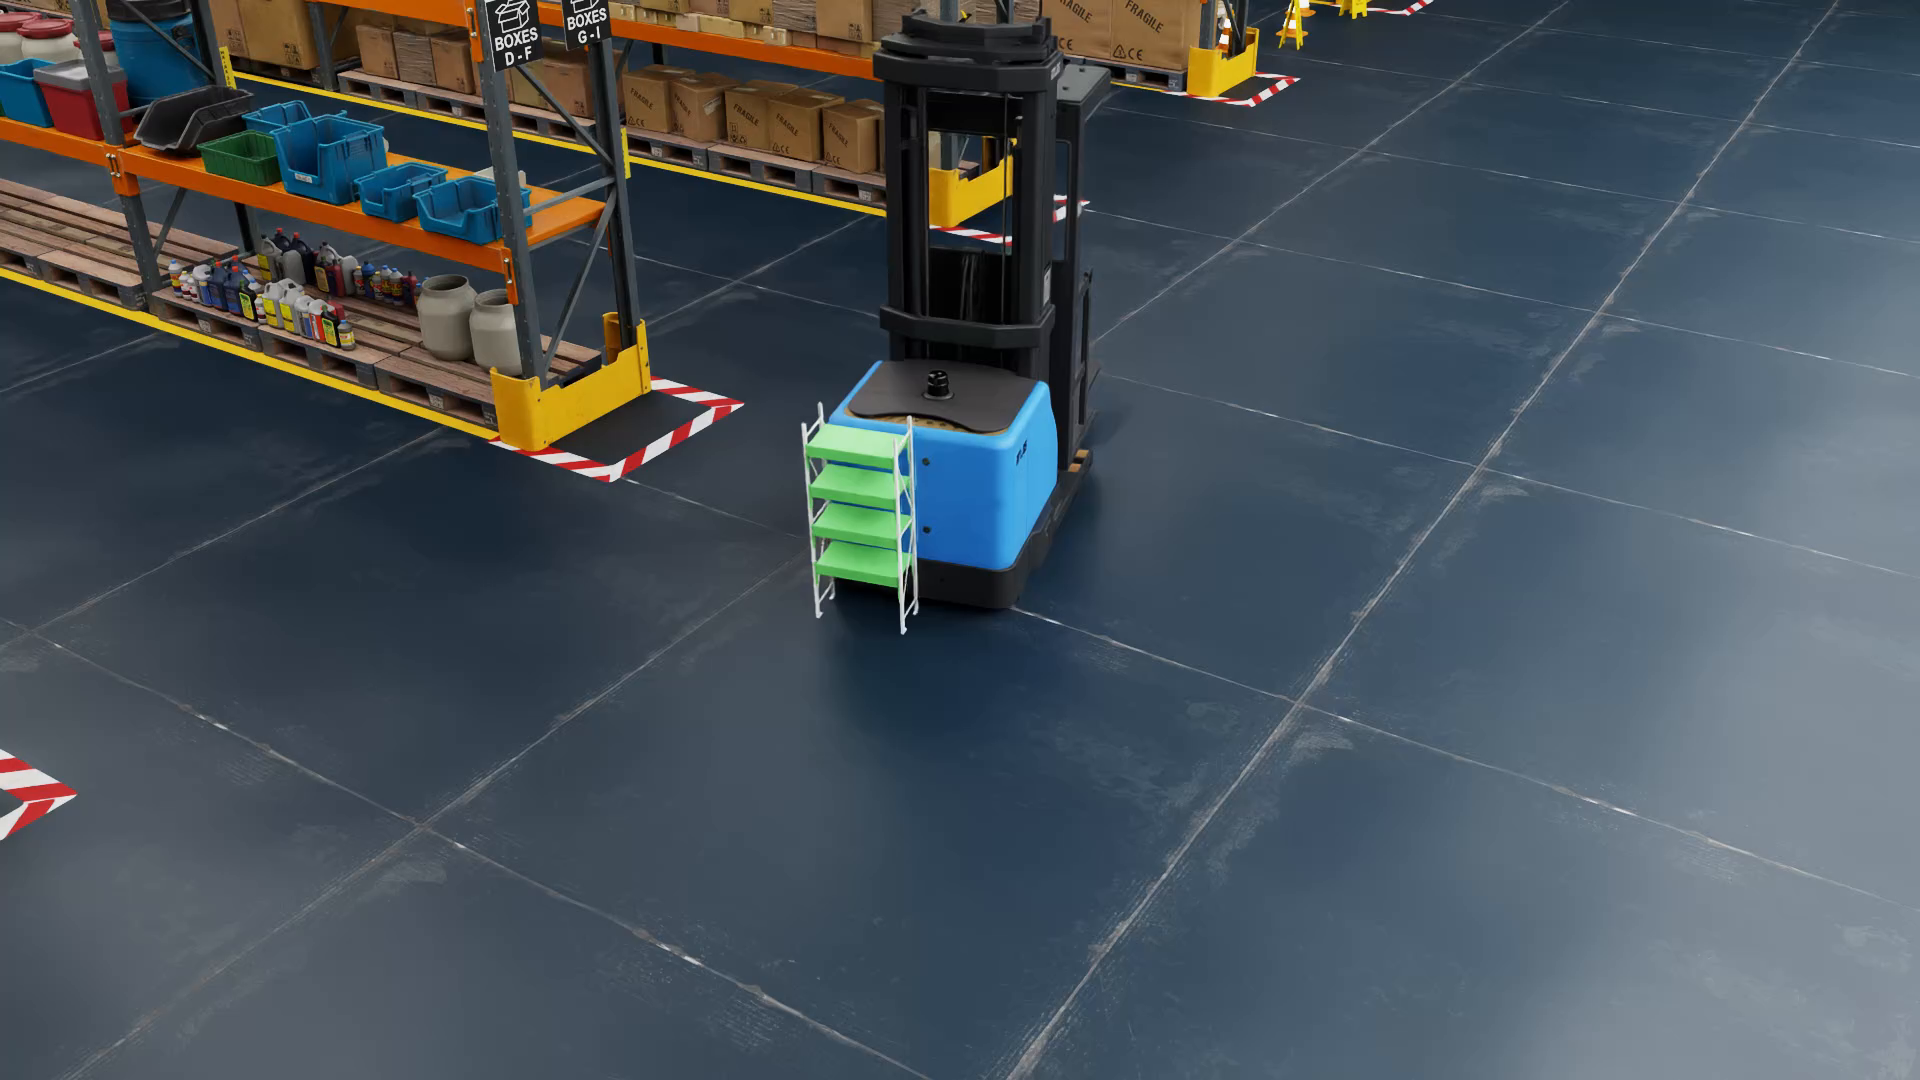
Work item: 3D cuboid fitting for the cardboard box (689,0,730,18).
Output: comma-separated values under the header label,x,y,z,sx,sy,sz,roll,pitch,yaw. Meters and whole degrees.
label,x,y,z,sx,sy,sz,roll,pitch,yaw
cardboard box,-2.008,-5.118,15.151,0.500,0.500,0.875,18,35,27

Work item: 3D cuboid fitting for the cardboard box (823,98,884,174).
label,x,y,z,sx,sy,sz,roll,pitch,yaw
cardboard box,-0.895,-3.683,15.150,0.500,0.500,0.500,-25,38,-36

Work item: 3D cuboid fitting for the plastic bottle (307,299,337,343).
label,x,y,z,sx,sy,sz,roll,pitch,yaw
plastic bottle,-4.471,-1.545,11.688,0.135,0.276,0.152,18,35,28

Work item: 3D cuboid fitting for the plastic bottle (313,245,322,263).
label,x,y,z,sx,sy,sz,roll,pitch,yaw
plastic bottle,-4.850,-2.109,12.647,0.133,0.283,0.061,20,36,31

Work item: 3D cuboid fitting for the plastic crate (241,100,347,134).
label,x,y,z,sx,sy,sz,roll,pitch,yaw
plastic crate,-4.790,-2.974,12.019,0.616,0.251,0.499,18,35,27

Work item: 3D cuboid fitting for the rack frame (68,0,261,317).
label,x,y,z,sx,sy,sz,roll,pitch,yaw
rack frame,-5.871,-3.219,12.291,0.127,3.000,1.000,18,35,27

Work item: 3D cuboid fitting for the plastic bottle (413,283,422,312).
label,x,y,z,sx,sy,sz,roll,pitch,yaw
plastic bottle,-3.941,-1.775,12.156,0.097,0.201,0.097,0,30,0

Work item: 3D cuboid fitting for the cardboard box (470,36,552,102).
label,x,y,z,sx,sy,sz,roll,pitch,yaw
cardboard box,-4.615,-4.902,17.220,0.500,0.500,0.700,14,33,23

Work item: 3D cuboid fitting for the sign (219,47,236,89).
label,x,y,z,sx,sy,sz,roll,pitch,yaw
sign,-5.570,-3.570,12.619,0.005,0.325,0.100,18,35,27

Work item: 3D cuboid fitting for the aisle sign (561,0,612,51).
label,x,y,z,sx,sy,sz,roll,pitch,yaw
aisle sign,-2.267,-3.376,9.980,0.004,0.787,0.394,18,35,27

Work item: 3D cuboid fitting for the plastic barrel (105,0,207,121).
label,x,y,z,sx,sy,sz,roll,pitch,yaw
plastic barrel,-6.038,-3.668,12.564,0.708,0.901,0.600,18,35,27

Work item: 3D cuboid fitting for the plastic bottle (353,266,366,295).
label,x,y,z,sx,sy,sz,roll,pitch,yaw
plastic bottle,-4.487,-1.948,12.452,0.097,0.201,0.097,0,30,0

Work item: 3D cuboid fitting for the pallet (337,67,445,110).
label,x,y,z,sx,sy,sz,roll,pitch,yaw
pallet,-5.965,-4.990,18.094,1.213,0.211,1.003,18,35,27

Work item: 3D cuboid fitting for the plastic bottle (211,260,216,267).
label,x,y,z,sx,sy,sz,roll,pitch,yaw
plastic bottle,-5.490,-1.934,12.347,0.133,0.283,0.061,18,35,27

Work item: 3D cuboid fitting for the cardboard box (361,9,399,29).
label,x,y,z,sx,sy,sz,roll,pitch,yaw
cardboard box,-6.043,-5.672,17.796,0.500,0.250,0.500,19,35,29

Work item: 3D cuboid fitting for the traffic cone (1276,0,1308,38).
label,x,y,z,sx,sy,sz,roll,pitch,yaw
traffic cone,4.066,-6.395,20.252,0.334,0.463,0.336,18,35,27

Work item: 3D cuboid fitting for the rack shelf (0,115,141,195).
label,x,y,z,sx,sy,sz,roll,pitch,yaw
rack shelf,-7.565,-3.444,13.391,4.000,0.370,1.077,18,35,27

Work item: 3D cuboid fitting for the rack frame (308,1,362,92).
label,x,y,z,sx,sy,sz,roll,pitch,yaw
rack frame,-6.626,-6.404,17.751,0.127,3.000,1.000,18,35,27

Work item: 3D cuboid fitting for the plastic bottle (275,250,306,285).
label,x,y,z,sx,sy,sz,roll,pitch,yaw
plastic bottle,-5.068,-2.062,12.573,0.135,0.276,0.152,18,35,27

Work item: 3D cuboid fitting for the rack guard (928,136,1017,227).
label,x,y,z,sx,sy,sz,roll,pitch,yaw
rack guard,0.085,-3.202,14.742,0.348,0.500,1.175,18,35,27

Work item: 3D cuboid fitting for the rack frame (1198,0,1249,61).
label,x,y,z,sx,sy,sz,roll,pitch,yaw
rack frame,2.872,-6.351,17.660,0.127,3.000,1.000,18,35,27

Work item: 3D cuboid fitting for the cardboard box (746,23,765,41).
label,x,y,z,sx,sy,sz,roll,pitch,yaw
cardboard box,-1.703,-4.595,14.898,0.250,0.149,0.380,18,35,27

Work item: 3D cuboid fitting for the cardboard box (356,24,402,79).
label,x,y,z,sx,sy,sz,roll,pitch,yaw
cardboard box,-6.048,-5.344,17.977,0.500,0.500,0.700,16,34,25

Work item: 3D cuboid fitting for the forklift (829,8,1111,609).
label,x,y,z,sx,sy,sz,roll,pitch,yaw
forklift,0.206,-1.625,9.627,1.130,2.935,3.031,9,31,14

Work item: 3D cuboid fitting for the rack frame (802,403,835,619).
label,x,y,z,sx,sy,sz,roll,pitch,yaw
rack frame,-0.744,-0.140,8.787,0.015,1.200,0.240,9,34,16

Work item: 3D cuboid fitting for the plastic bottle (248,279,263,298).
label,x,y,z,sx,sy,sz,roll,pitch,yaw
plastic bottle,-5.104,-1.763,12.066,0.097,0.271,0.097,0,30,0

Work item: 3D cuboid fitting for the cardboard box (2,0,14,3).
label,x,y,z,sx,sy,sz,roll,pitch,yaw
cardboard box,-12.047,-7.430,21.201,0.875,0.875,0.875,18,35,27

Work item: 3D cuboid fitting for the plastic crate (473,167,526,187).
label,x,y,z,sx,sy,sz,roll,pitch,yaw
plastic crate,-3.070,-2.411,11.167,0.250,0.136,0.298,18,35,27

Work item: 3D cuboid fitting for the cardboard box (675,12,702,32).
label,x,y,z,sx,sy,sz,roll,pitch,yaw
cardboard box,-2.378,-4.763,15.187,0.250,0.149,0.380,18,35,27

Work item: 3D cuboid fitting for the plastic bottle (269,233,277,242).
label,x,y,z,sx,sy,sz,roll,pitch,yaw
plastic bottle,-5.289,-2.248,12.885,0.133,0.283,0.061,19,35,30

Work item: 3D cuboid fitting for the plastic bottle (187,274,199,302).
label,x,y,z,sx,sy,sz,roll,pitch,yaw
plastic bottle,-5.662,-1.873,12.325,0.097,0.201,0.097,0,30,0

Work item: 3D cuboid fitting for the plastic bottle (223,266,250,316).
label,x,y,z,sx,sy,sz,roll,pitch,yaw
plastic bottle,-5.248,-1.821,12.087,0.185,0.351,0.144,16,34,25

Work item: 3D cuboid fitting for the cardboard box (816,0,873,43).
label,x,y,z,sx,sy,sz,roll,pitch,yaw
cardboard box,-0.789,-4.675,14.392,0.500,0.500,0.875,18,35,27

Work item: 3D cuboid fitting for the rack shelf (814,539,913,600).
label,x,y,z,sx,sy,sz,roll,pitch,yaw
rack shelf,-0.508,0.154,8.886,0.480,0.148,0.258,9,34,16

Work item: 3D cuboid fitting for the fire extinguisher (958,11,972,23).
label,x,y,z,sx,sy,sz,roll,pitch,yaw
fire extinguisher,0.002,-4.001,13.707,0.183,0.674,0.296,18,35,27

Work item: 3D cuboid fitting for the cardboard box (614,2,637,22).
label,x,y,z,sx,sy,sz,roll,pitch,yaw
cardboard box,-3.011,-4.966,15.535,0.250,0.149,0.380,18,35,27

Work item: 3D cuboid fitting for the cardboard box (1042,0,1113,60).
label,x,y,z,sx,sy,sz,roll,pitch,yaw
cardboard box,1.516,-6.003,18.755,0.875,0.875,0.875,17,34,27

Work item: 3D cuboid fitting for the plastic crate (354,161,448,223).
label,x,y,z,sx,sy,sz,roll,pitch,yaw
plastic crate,-3.614,-2.266,10.805,0.408,0.251,0.499,18,35,27

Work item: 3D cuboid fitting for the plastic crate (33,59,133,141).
label,x,y,z,sx,sy,sz,roll,pitch,yaw
plastic crate,-6.444,-3.246,12.273,0.583,0.464,0.402,18,35,27

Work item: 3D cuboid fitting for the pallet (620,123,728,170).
label,x,y,z,sx,sy,sz,roll,pitch,yaw
pallet,-2.651,-3.964,16.334,1.213,0.211,1.003,18,35,27

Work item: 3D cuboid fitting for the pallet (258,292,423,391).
label,x,y,z,sx,sy,sz,roll,pitch,yaw
pallet,-4.287,-1.490,12.095,1.213,0.211,1.003,18,35,27

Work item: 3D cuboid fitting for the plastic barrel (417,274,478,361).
label,x,y,z,sx,sy,sz,roll,pitch,yaw
plastic barrel,-3.506,-1.532,11.452,0.421,0.512,0.421,0,30,0

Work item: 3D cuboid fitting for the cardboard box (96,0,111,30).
label,x,y,z,sx,sy,sz,roll,pitch,yaw
cardboard box,-9.461,-6.577,19.738,0.875,0.875,1.225,18,35,27

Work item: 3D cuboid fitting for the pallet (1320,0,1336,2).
label,x,y,z,sx,sy,sz,roll,pitch,yaw
pallet,4.684,-7.539,22.464,1.213,0.211,1.003,18,35,27

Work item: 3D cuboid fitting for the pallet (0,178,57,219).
label,x,y,z,sx,sy,sz,roll,pitch,yaw
pallet,-8.624,-2.862,14.446,1.213,0.211,1.003,18,35,27

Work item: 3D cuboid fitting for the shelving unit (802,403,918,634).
label,x,y,z,sx,sy,sz,roll,pitch,yaw
shelving unit,-0.513,-0.101,8.721,0.503,1.200,0.258,9,34,16

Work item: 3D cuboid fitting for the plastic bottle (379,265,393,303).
label,x,y,z,sx,sy,sz,roll,pitch,yaw
plastic bottle,-4.229,-1.896,12.295,0.097,0.271,0.097,0,30,0

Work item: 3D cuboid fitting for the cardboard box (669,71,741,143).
label,x,y,z,sx,sy,sz,roll,pitch,yaw
cardboard box,-2.432,-4.160,15.968,0.500,0.500,0.500,-23,37,-33

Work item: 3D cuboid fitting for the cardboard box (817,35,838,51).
label,x,y,z,sx,sy,sz,roll,pitch,yaw
cardboard box,-1.045,-4.411,14.584,0.250,0.149,0.380,18,35,27

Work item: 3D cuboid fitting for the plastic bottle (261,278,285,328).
label,x,y,z,sx,sy,sz,roll,pitch,yaw
plastic bottle,-4.888,-1.707,11.891,0.185,0.351,0.144,17,34,27

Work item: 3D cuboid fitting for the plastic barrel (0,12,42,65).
label,x,y,z,sx,sy,sz,roll,pitch,yaw
plastic barrel,-7.553,-3.940,13.392,0.433,0.535,0.433,0,30,0

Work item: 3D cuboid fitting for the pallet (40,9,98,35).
label,x,y,z,sx,sy,sz,roll,pitch,yaw
pallet,-10.617,-6.509,20.697,1.213,0.211,1.003,18,35,27
